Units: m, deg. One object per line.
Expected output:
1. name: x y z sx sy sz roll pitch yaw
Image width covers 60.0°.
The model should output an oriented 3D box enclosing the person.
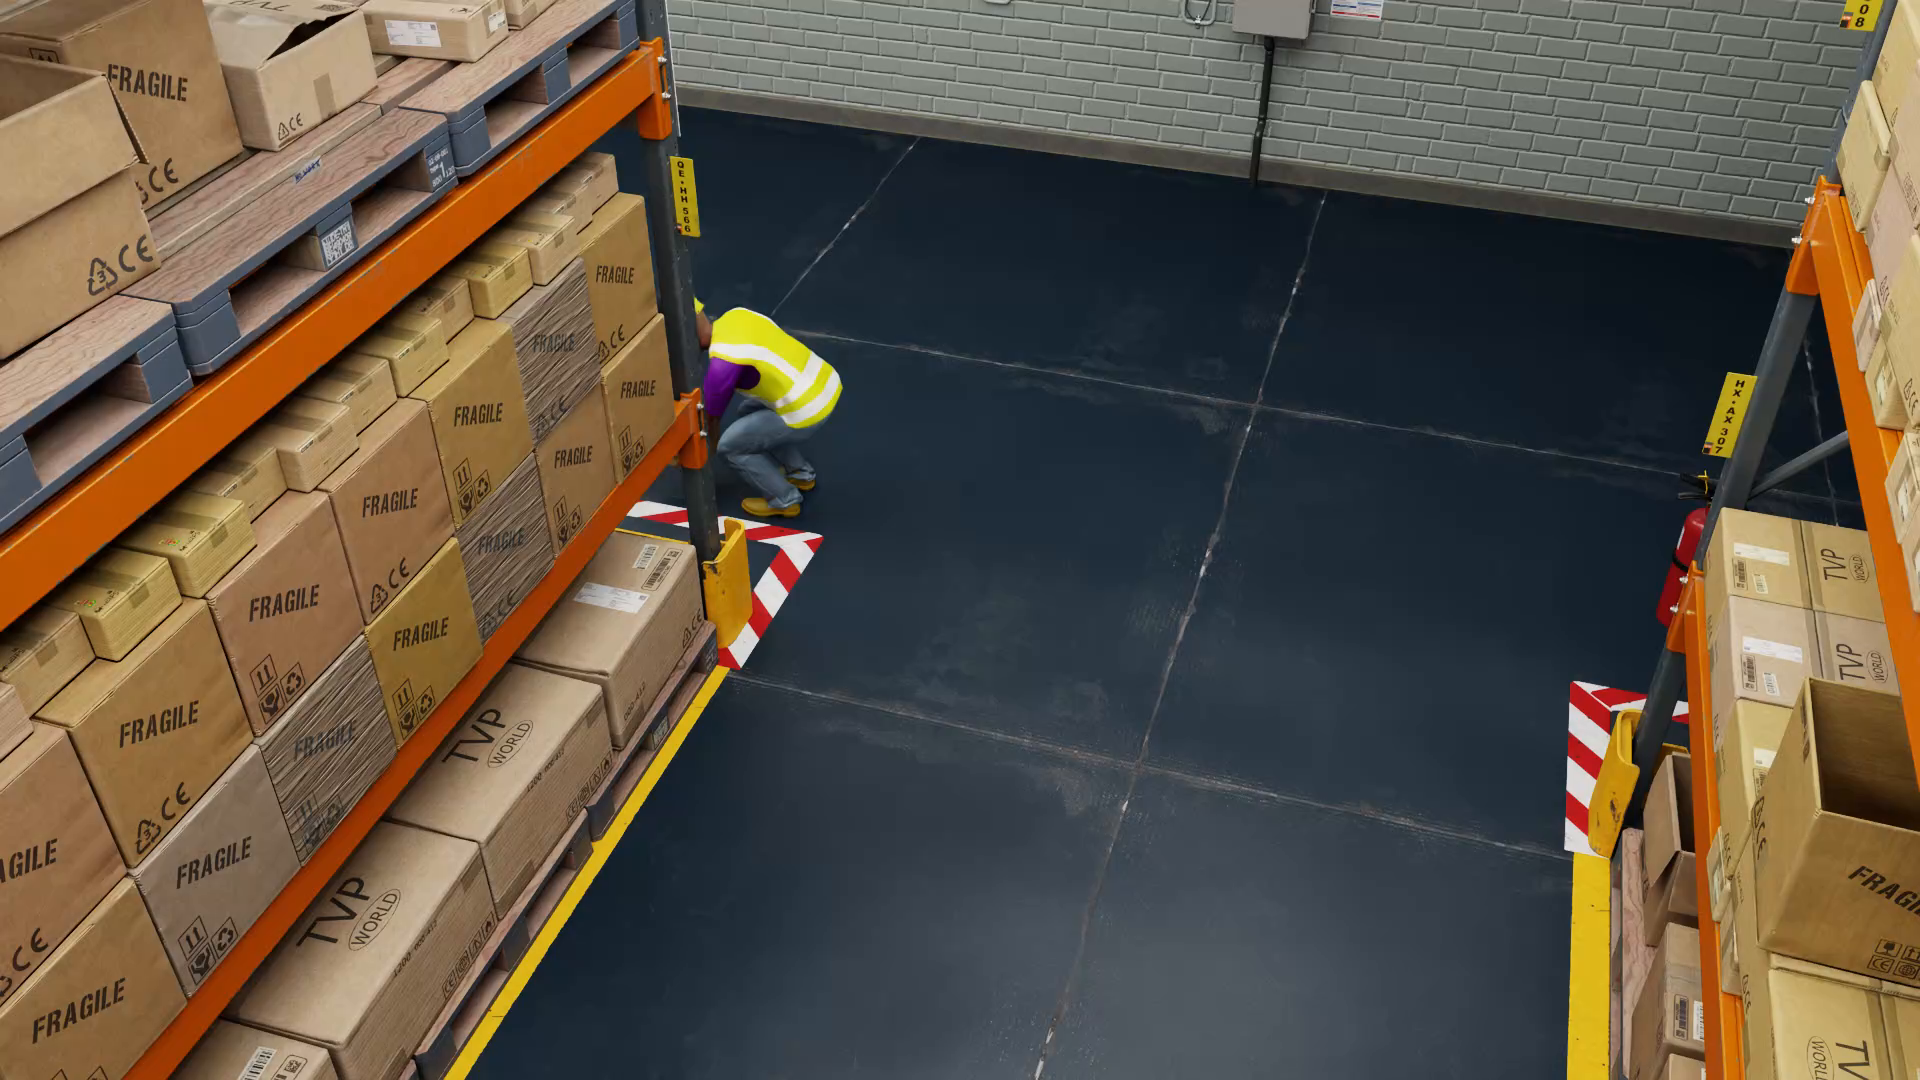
1. person: -1.030 -0.671 8.279 0.852 1.156 0.606 8 37 10
